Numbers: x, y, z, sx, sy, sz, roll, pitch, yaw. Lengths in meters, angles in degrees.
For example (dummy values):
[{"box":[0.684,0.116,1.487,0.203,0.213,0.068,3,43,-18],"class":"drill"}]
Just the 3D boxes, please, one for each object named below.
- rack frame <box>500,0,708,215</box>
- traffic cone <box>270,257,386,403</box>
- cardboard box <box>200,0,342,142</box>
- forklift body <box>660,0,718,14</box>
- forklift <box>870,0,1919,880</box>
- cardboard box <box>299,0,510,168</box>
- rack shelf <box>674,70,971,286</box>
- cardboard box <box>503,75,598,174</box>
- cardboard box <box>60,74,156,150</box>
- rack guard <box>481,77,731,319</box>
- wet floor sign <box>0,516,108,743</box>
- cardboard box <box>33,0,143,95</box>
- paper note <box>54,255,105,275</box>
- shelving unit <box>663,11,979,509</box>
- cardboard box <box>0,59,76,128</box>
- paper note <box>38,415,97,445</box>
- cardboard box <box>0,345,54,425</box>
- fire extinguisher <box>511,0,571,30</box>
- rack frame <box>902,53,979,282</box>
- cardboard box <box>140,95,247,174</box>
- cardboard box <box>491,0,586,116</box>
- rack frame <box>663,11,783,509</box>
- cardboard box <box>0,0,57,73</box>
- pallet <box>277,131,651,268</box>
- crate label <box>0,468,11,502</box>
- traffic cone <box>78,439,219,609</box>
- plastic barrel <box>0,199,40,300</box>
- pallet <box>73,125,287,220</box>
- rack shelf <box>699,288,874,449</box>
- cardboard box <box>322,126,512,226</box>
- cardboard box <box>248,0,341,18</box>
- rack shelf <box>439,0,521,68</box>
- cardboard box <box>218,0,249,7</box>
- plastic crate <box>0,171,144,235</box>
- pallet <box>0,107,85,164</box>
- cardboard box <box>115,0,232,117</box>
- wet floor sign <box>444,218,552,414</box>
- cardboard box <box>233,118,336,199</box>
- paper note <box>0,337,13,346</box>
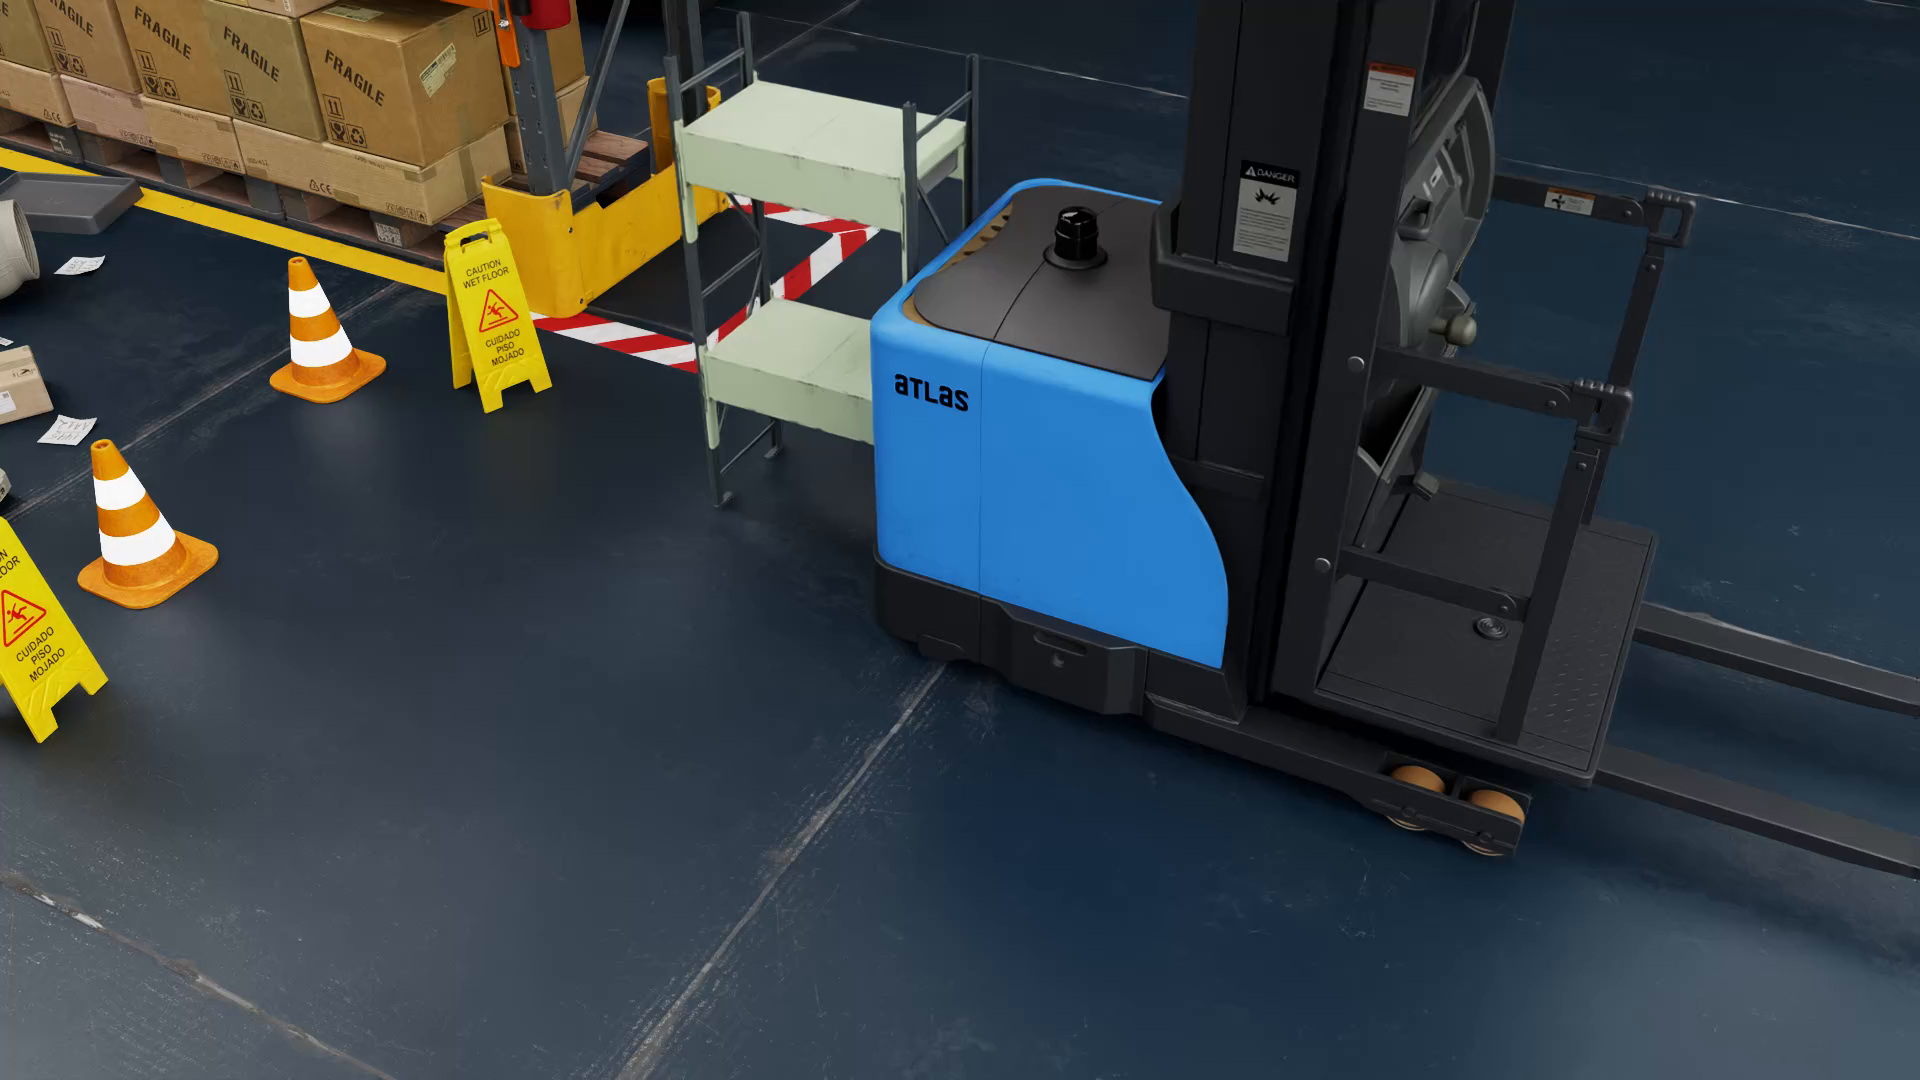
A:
[{"box":[-1.318,-2.369,5.891,0.127,3.000,1.000,17,41,21],"class":"rack frame"},{"box":[-2.293,-0.786,5.903,0.334,0.463,0.336,17,41,21],"class":"traffic cone"},{"box":[-2.614,-1.966,6.666,0.500,0.500,0.500,19,41,23],"class":"cardboard box"},{"box":[-1.561,-4.245,9.064,1.214,2.155,2.313,17,41,21],"class":"forklift body"},{"box":[1.305,-0.740,3.800,3.031,2.935,1.130,17,40,21],"class":"forklift"},{"box":[-2.149,-1.823,6.477,0.500,0.500,0.500,18,41,22],"class":"cardboard box"},{"box":[-0.375,-1.021,4.709,0.720,0.370,0.431,17,40,21],"class":"rack shelf"},{"box":[-1.907,-1.814,7.086,0.500,0.250,0.500,17,40,21],"class":"cardboard box"},{"box":[-3.519,-1.956,7.273,0.500,0.250,0.500,17,40,21],"class":"cardboard box"},{"box":[-1.385,-1.395,6.674,0.348,0.500,1.175,17,41,21],"class":"rack guard"},{"box":[-2.568,0.199,4.454,0.232,0.644,0.267,11,38,14],"class":"wet floor sign"},{"box":[-3.530,-2.256,7.047,0.500,0.500,0.500,20,41,24],"class":"cardboard box"},{"box":[-3.536,-1.109,6.686,0.148,0.019,0.142,4,37,6],"class":"paper note"},{"box":[-0.375,-0.710,4.945,0.755,1.500,0.431,17,40,21],"class":"shelving unit"},{"box":[-3.991,-2.102,7.466,0.500,0.250,0.500,20,41,24],"class":"cardboard box"},{"box":[-3.073,-0.381,5.727,0.142,0.019,0.148,4,37,6],"class":"paper note"},{"box":[-3.410,-0.514,5.804,0.380,0.149,0.250,-21,42,-25],"class":"cardboard box"},{"box":[-1.428,-2.059,5.546,0.183,0.674,0.296,17,41,21],"class":"fire extinguisher"},{"box":[-0.048,-0.611,4.815,0.023,1.500,0.400,17,40,21],"class":"rack frame"},{"box":[-3.083,-1.813,7.084,0.500,0.250,0.500,16,40,20],"class":"cardboard box"},{"box":[-1.928,-2.119,6.868,0.500,0.500,0.500,16,40,20],"class":"cardboard box"},{"box":[-0.703,-0.809,5.075,0.023,1.500,0.400,17,40,21],"class":"rack frame"},{"box":[-3.989,-2.401,7.239,0.500,0.500,0.500,19,41,23],"class":"cardboard box"},{"box":[-2.091,-1.525,7.084,1.213,0.211,1.003,17,41,21],"class":"pallet"},{"box":[-3.228,-0.151,5.336,0.298,0.136,0.250,-2,37,-2],"class":"crate label"},{"box":[-2.502,-0.096,4.993,0.334,0.463,0.336,17,41,21],"class":"traffic cone"},{"box":[-3.848,-1.105,6.355,0.512,0.421,0.421,-14,39,-18],"class":"plastic barrel"},{"box":[-3.170,-1.865,7.532,1.213,0.211,1.003,17,41,21],"class":"pallet"},{"box":[-0.375,-0.450,5.142,0.720,0.370,0.431,17,40,21],"class":"rack shelf"},{"box":[-2.181,-1.529,6.710,0.500,0.250,0.500,17,40,21],"class":"cardboard box"},{"box":[-2.506,-2.147,6.368,0.250,0.149,0.380,19,41,23],"class":"cardboard box"},{"box":[-3.094,-2.639,6.841,4.000,0.370,1.077,17,41,21],"class":"rack shelf"},{"box":[-2.728,-2.219,6.462,0.250,0.149,0.380,18,41,22],"class":"cardboard box"},{"box":[-3.853,-1.442,7.083,0.583,0.080,0.402,4,37,6],"class":"plastic crate"},{"box":[-4.257,-2.203,7.978,1.213,0.211,1.003,17,41,21],"class":"pallet"},{"box":[-3.059,-2.110,6.856,0.500,0.500,0.500,16,40,20],"class":"cardboard box"},{"box":[-1.641,-0.804,5.776,0.267,0.644,0.232,-29,46,-33],"class":"wet floor sign"},{"box":[-2.616,-1.670,6.896,0.500,0.250,0.500,18,41,22],"class":"cardboard box"},{"box":[-3.600,-0.749,6.229,0.123,0.001,0.032,17,41,21],"class":"paper note"}]
